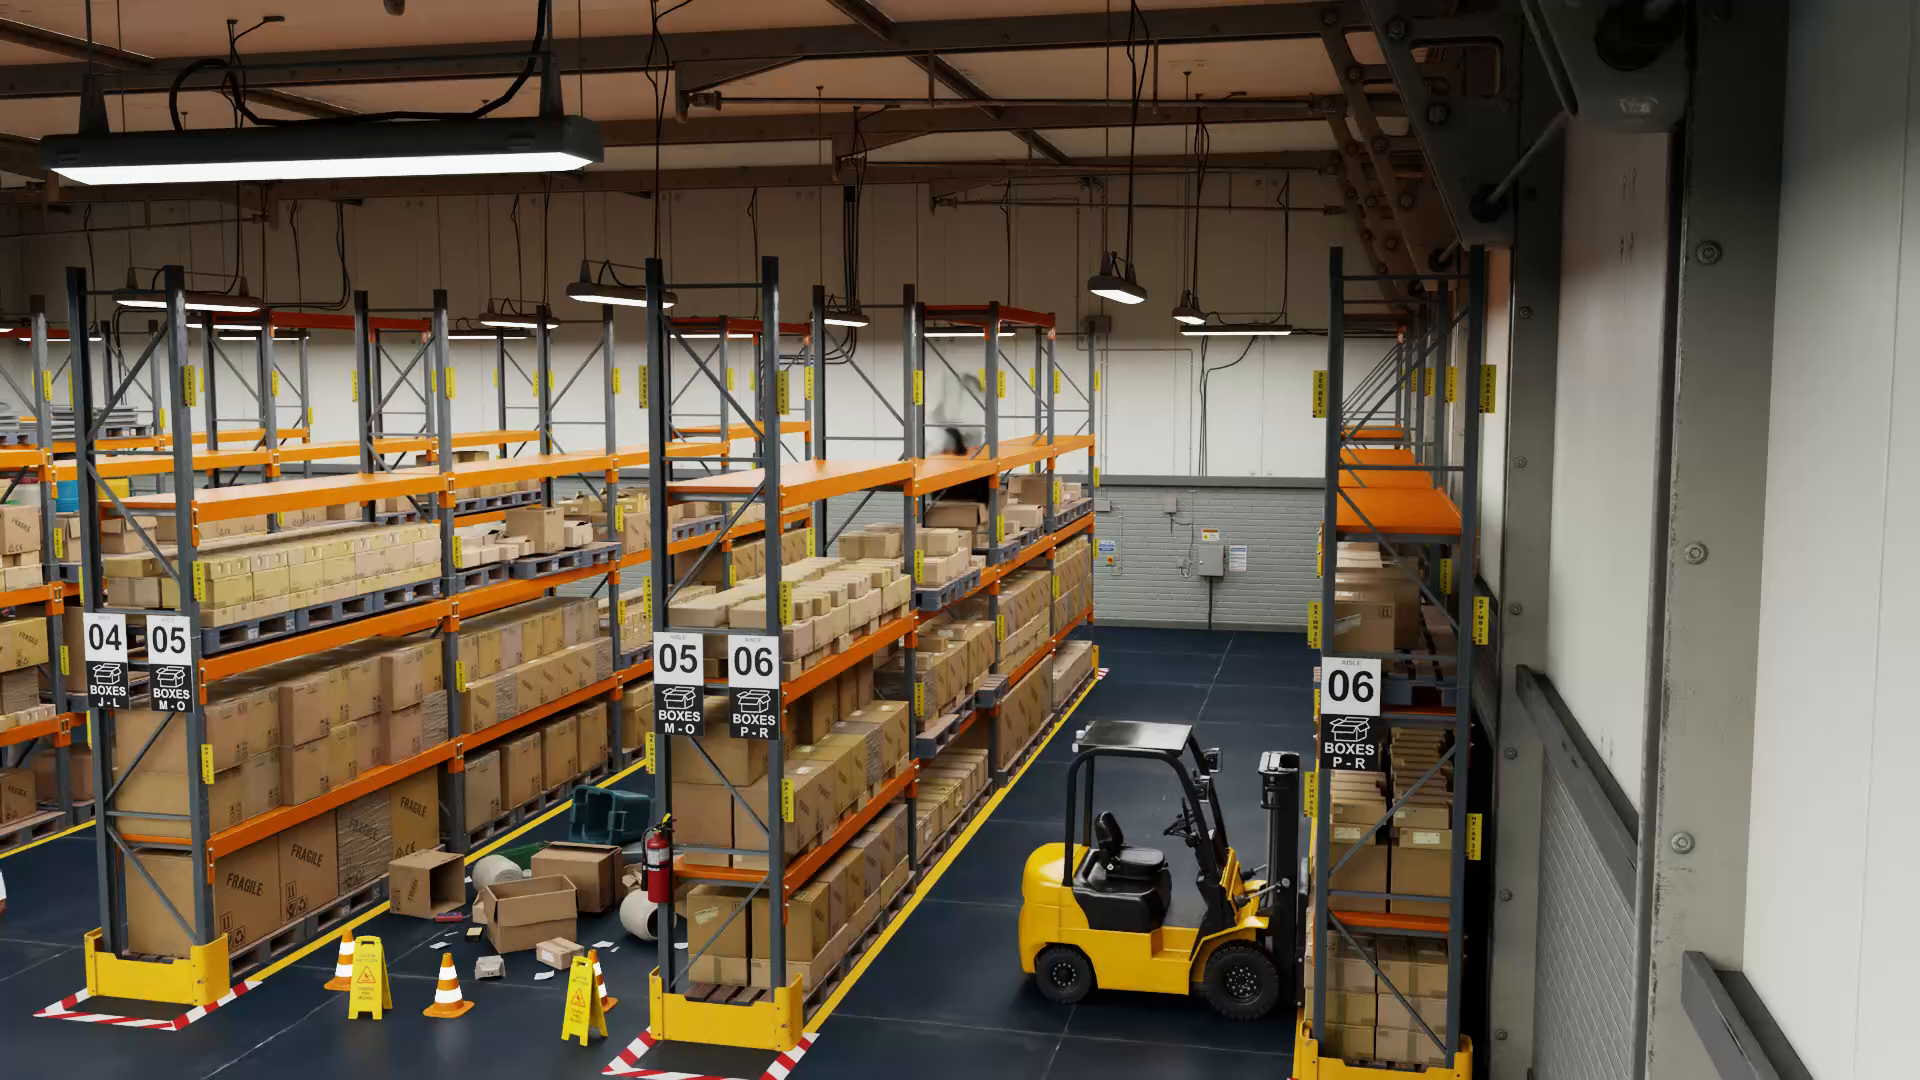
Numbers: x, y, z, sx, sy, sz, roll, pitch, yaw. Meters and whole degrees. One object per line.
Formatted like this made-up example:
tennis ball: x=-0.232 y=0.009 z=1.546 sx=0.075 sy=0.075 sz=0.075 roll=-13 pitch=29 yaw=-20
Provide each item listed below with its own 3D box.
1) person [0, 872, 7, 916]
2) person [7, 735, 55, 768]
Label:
person: x=-7.487 y=3.039 z=12.420 sx=0.674 sy=1.788 sz=0.721 roll=-3 pitch=6 yaw=-26
person: x=-11.743 y=2.144 z=20.950 sx=0.656 sy=1.758 sz=0.970 roll=1 pitch=6 yaw=10
